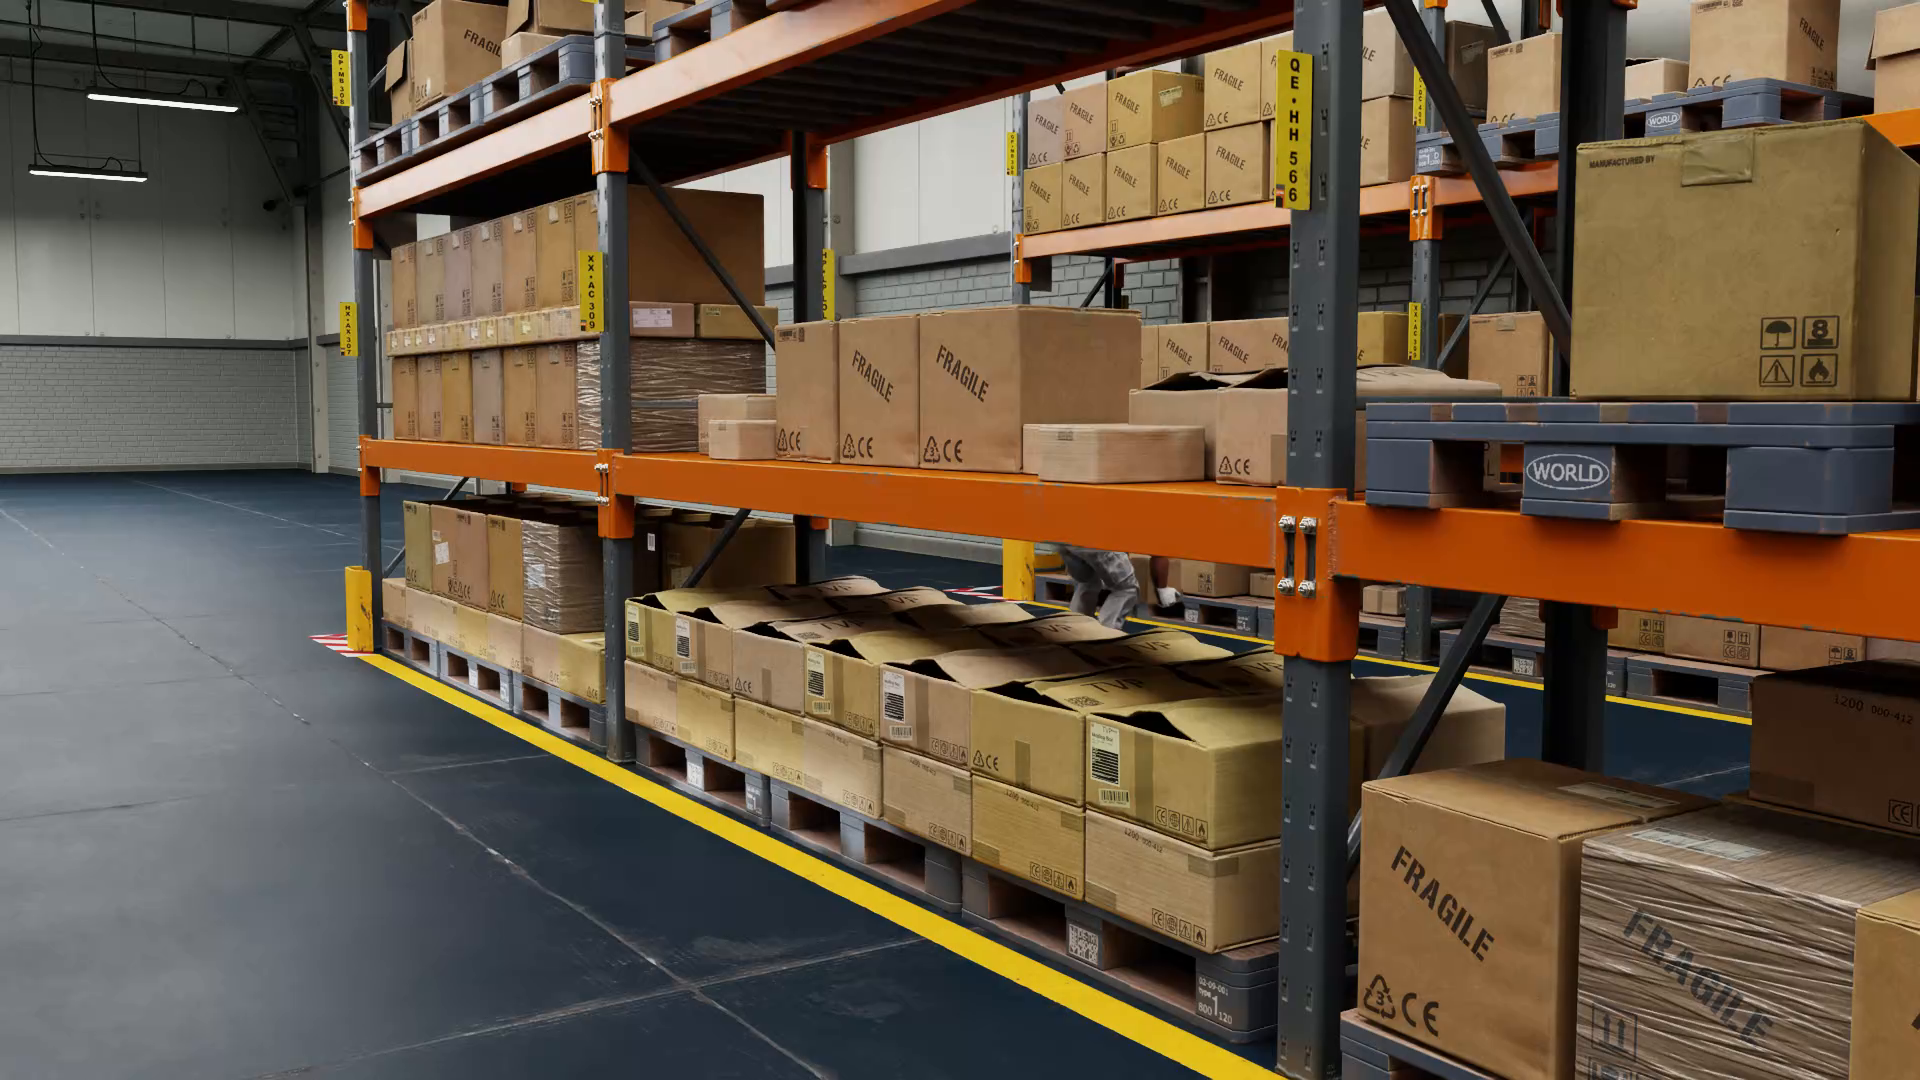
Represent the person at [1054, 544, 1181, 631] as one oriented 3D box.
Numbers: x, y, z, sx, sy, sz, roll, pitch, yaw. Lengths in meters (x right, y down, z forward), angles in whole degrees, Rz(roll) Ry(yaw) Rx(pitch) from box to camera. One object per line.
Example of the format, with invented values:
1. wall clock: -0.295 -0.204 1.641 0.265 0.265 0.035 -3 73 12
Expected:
1. person: 0.904 0.140 9.588 0.962 1.189 0.524 -3 6 -36
